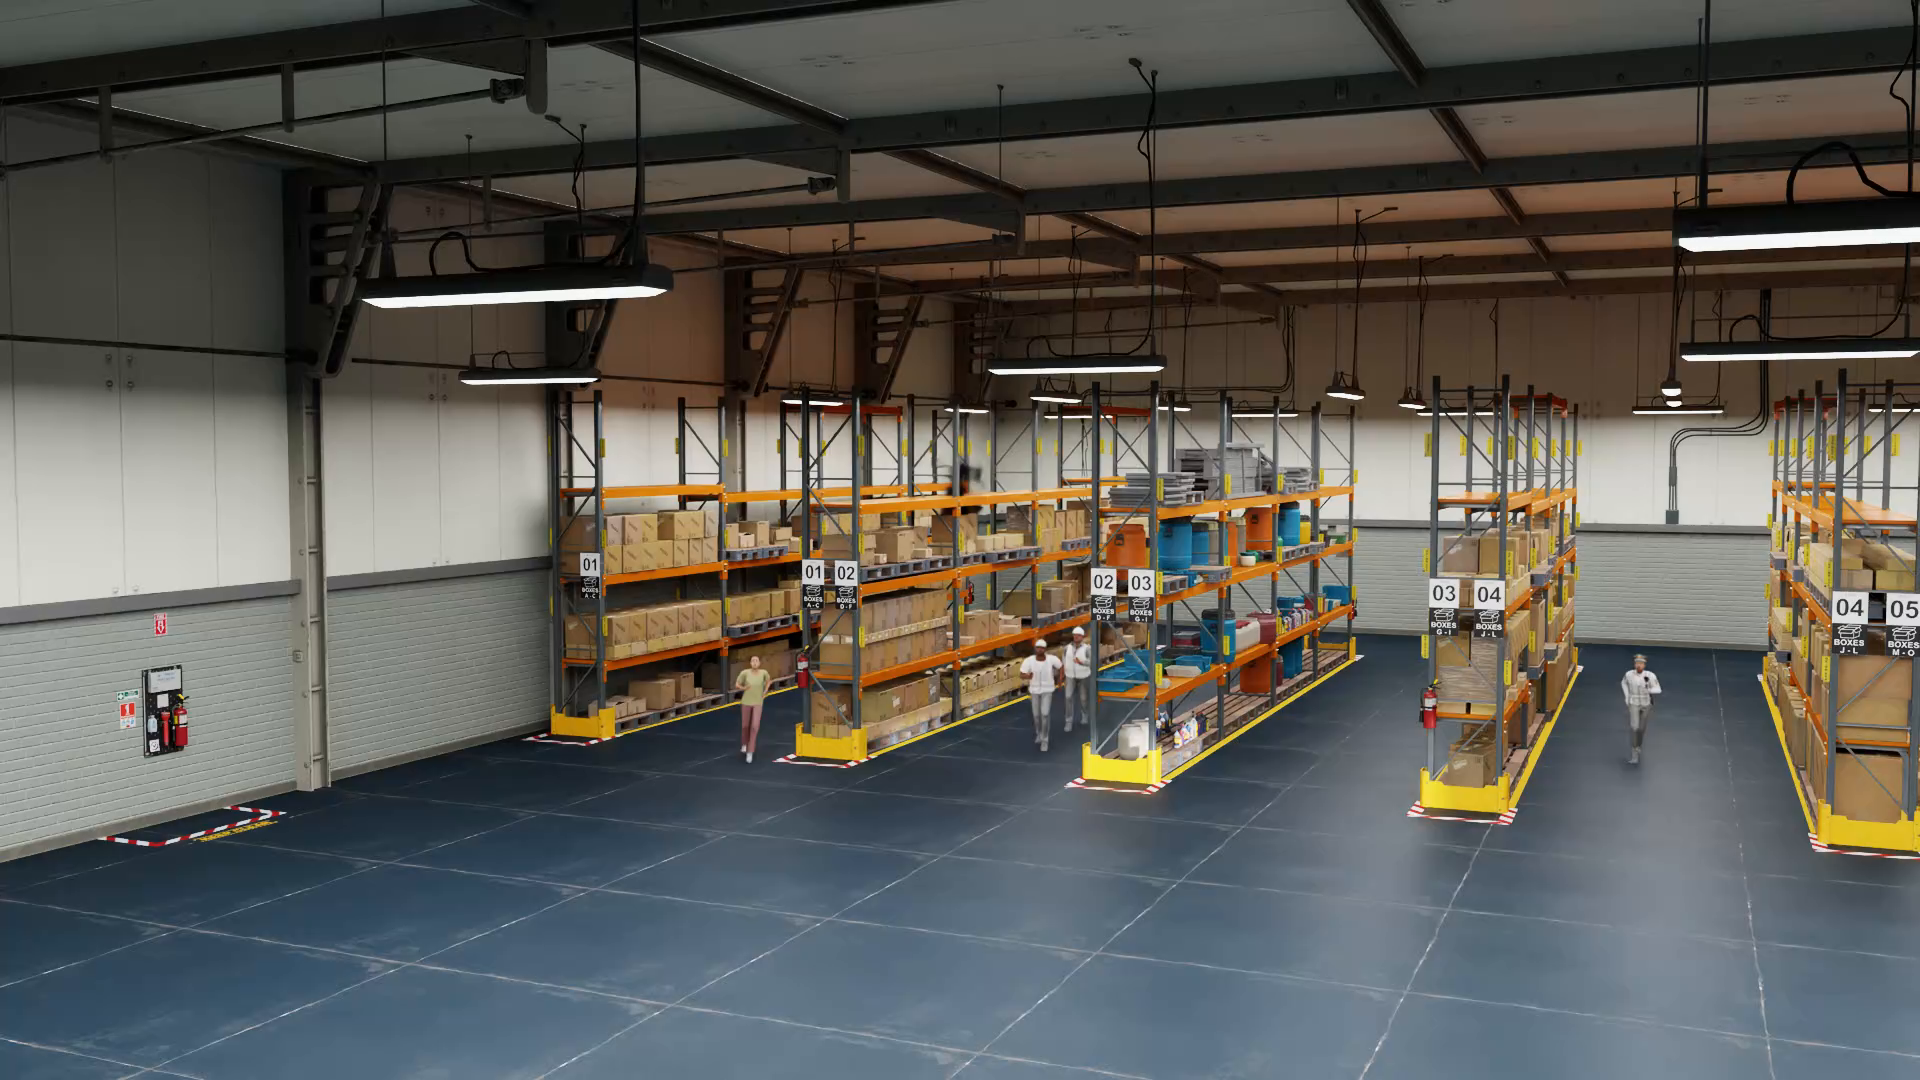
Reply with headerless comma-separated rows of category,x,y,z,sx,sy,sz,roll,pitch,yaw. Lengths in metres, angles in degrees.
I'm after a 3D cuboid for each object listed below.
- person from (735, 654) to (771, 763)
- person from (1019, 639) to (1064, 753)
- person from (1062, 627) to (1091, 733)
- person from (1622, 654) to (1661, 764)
person,-3.345,2.680,26.875,0.585,1.701,0.859,0,3,-7
person,1.334,2.556,27.565,0.689,1.841,0.797,1,3,13
person,2.076,2.443,29.397,0.635,1.817,0.836,1,3,16
person,10.923,2.692,26.669,0.584,1.754,0.760,1,3,20
